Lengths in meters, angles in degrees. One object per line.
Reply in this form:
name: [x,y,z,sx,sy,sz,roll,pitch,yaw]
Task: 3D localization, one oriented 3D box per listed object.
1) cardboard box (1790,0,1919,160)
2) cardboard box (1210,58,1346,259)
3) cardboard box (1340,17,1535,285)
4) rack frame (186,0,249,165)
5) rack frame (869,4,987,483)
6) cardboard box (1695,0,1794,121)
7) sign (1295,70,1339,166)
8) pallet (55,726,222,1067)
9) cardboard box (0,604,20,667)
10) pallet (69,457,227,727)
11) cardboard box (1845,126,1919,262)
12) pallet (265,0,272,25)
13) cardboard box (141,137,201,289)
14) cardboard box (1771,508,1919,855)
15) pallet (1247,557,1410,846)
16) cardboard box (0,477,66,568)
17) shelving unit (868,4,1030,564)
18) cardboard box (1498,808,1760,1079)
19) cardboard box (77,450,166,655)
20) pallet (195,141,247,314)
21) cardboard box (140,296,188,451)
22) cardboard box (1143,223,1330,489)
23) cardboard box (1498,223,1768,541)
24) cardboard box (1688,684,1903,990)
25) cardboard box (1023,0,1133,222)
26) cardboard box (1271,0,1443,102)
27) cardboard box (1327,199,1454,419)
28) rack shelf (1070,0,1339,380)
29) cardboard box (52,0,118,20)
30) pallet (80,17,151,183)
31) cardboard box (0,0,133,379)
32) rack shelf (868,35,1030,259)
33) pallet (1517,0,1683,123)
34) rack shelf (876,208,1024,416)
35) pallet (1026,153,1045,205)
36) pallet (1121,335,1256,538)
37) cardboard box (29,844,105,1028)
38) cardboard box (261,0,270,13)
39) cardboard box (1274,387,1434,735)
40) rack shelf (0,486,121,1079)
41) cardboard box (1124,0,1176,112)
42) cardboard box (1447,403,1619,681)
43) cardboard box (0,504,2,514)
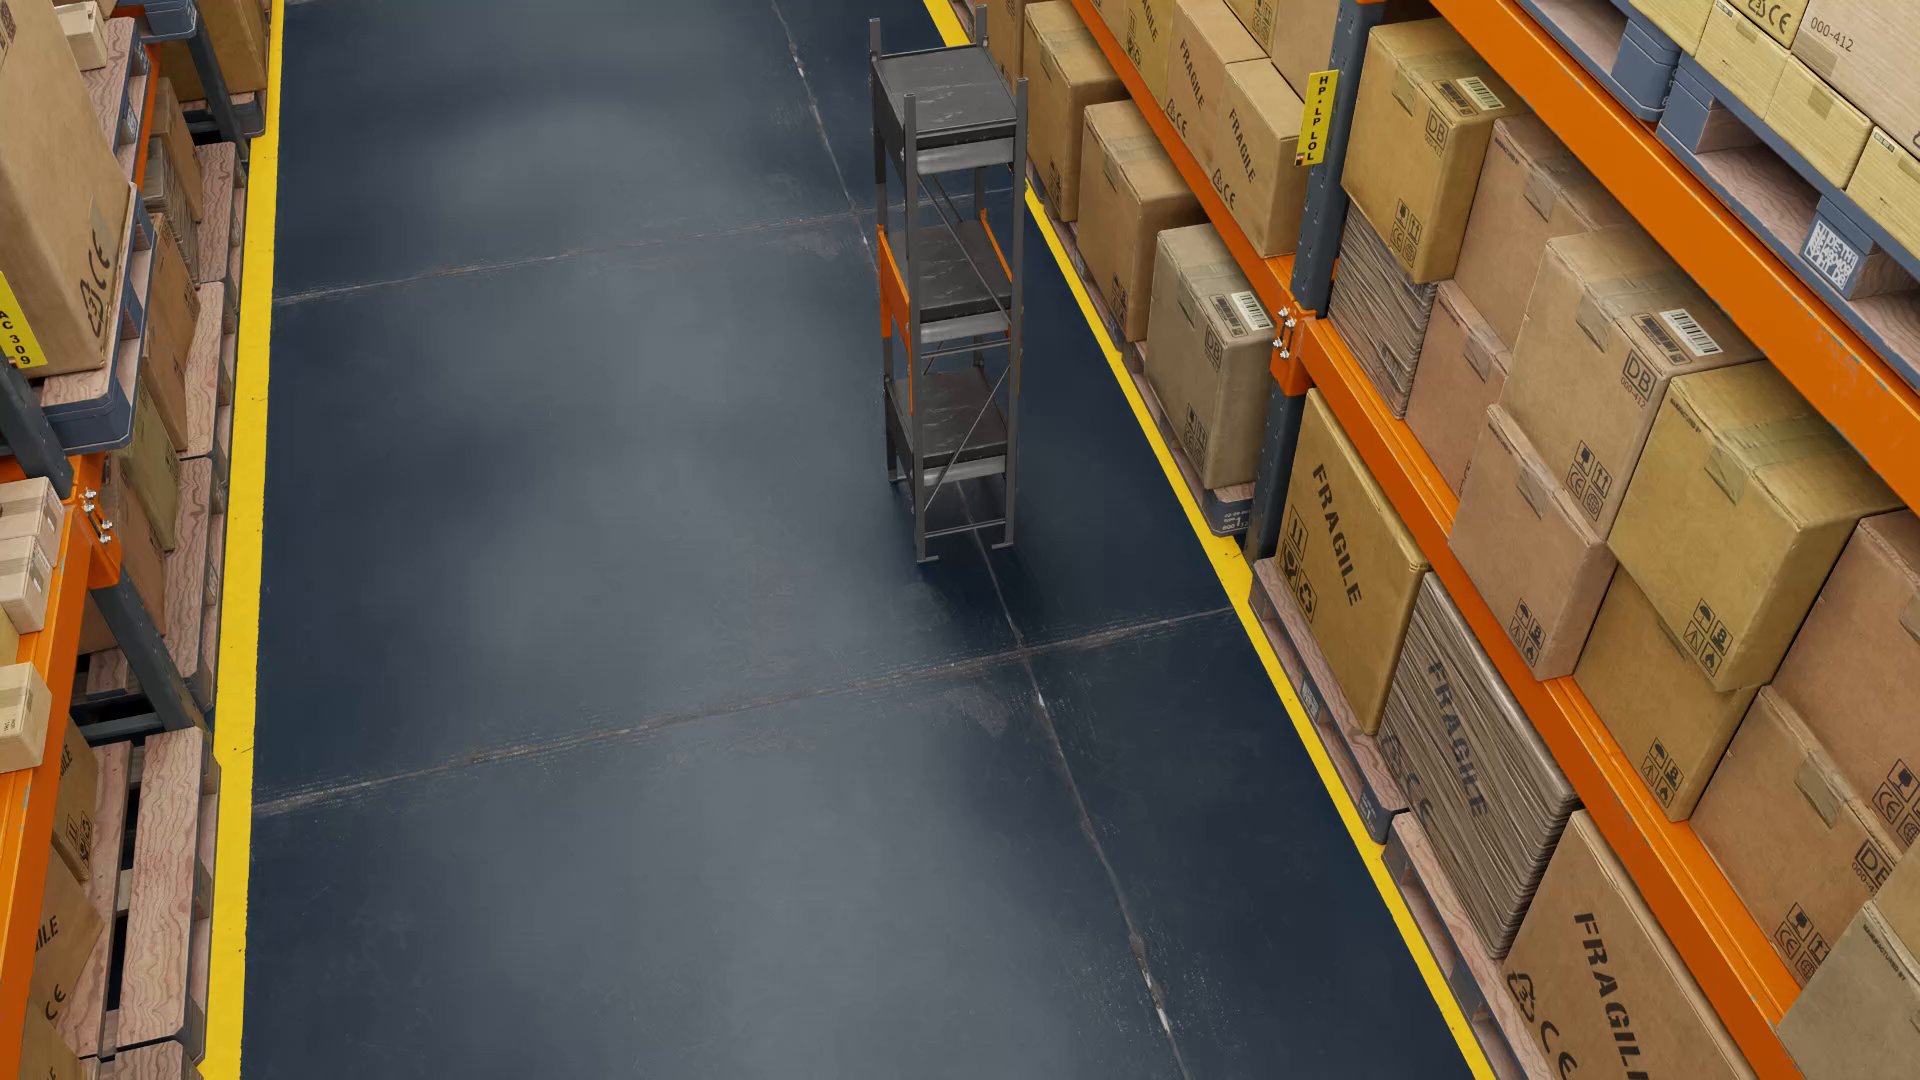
cardboard box: [1.880,-0.889,2.953,0.500,0.250,0.500,-10,46,-10]
cardboard box: [1.243,-1.386,5.938,0.500,0.500,0.500,-11,47,-11]
cardboard box: [1.696,-1.209,4.974,0.875,0.550,0.550,-11,47,-10]
rack frame: [-4.210,-2.964,7.555,1.000,3.000,0.127,-11,47,-10]
rack frame: [-0.105,-1.018,6.277,0.400,2.100,0.015,-11,47,-10]
cardboard box: [1.727,-0.991,3.333,0.380,0.149,0.250,-11,47,-10]
sign: [1.113,-1.311,5.180,0.100,0.325,0.005,-11,47,-10]
pallet: [-2.980,1.230,5.396,1.003,0.211,1.213,-11,47,-10]
cardboard box: [-2.786,0.338,4.495,0.380,0.149,0.250,-11,47,-10]
pallet: [-3.386,0.236,6.371,1.003,0.211,1.213,-11,47,-10]
cardboard box: [1.856,-0.643,2.991,0.380,0.149,0.250,-10,46,-10]
pallet: [-4.647,-3.387,9.922,1.003,0.211,1.213,-11,47,-10]
cardboard box: [-3.864,-1.404,7.468,0.700,0.500,0.500,-14,47,-14]
cardboard box: [2.359,0.254,3.540,0.875,0.550,0.550,-11,47,-10]
pallet: [1.754,0.475,6.136,1.003,0.211,1.213,-11,47,-10]
cardboard box: [-2.846,-0.020,4.845,0.380,0.149,0.250,-11,47,-10]
shelving unit: [-0.042,-0.849,6.112,0.431,2.100,0.503,-11,47,-10]
cardboard box: [2.194,1.255,4.613,0.875,0.875,0.875,-11,47,-11]
cardboard box: [-3.322,0.090,6.003,0.700,0.500,0.500,-14,47,-13]
pallet: [-4.011,-1.449,8.022,1.003,0.211,1.213,-11,47,-10]
cardboard box: [-3.570,-0.629,6.708,0.700,0.500,0.500,-14,47,-14]
cardboard box: [1.389,-0.812,6.726,1.050,0.750,0.750,-11,47,-11]
cardboard box: [1.955,-0.453,4.233,0.875,0.550,0.550,-11,47,-10]
cardboard box: [2.336,0.636,3.921,0.875,0.550,0.550,-11,47,-10]
cardboard box: [0.907,-2.121,8.010,1.050,0.750,0.750,-10,46,-10]
cardboard box: [1.502,-1.767,5.611,0.700,0.500,0.500,-11,47,-11]
cardboard box: [1.741,-0.840,5.368,0.875,0.550,0.550,-11,47,-10]
rack shelf: [1.123,-2.169,7.279,1.077,0.370,4.000,-11,47,-10]
cardboard box: [-3.793,-2.414,6.651,0.700,0.500,0.500,-4,46,-4]
pallet: [-3.663,-1.538,6.291,1.003,0.211,1.213,-11,47,-10]
cardboard box: [-3.254,-1.134,5.047,1.000,1.000,1.000,-10,46,-10]
rack shelf: [-0.042,-1.330,5.622,0.431,0.518,0.480,-11,47,-10]
pallet: [1.834,-1.492,4.074,1.003,0.211,1.213,-11,47,-10]
rack shelf: [-0.042,-0.840,6.122,0.431,0.518,0.480,-11,47,-10]
pallet: [0.740,-2.267,8.824,1.003,0.211,1.213,-11,47,-10]
pallet: [1.364,-0.583,7.173,1.003,0.211,1.213,-11,47,-10]
cardboard box: [-2.968,1.203,4.927,0.500,0.500,0.500,3,46,2]
cardboard box: [-4.587,-3.465,9.239,1.225,0.875,0.875,-11,47,-10]
cardboard box: [1.728,0.004,5.840,0.875,0.875,0.875,-10,46,-10]
rack shelf: [-2.674,1.430,3.752,1.077,0.370,4.000,-11,47,-10]
cardboard box: [0.984,-2.084,6.622,0.500,0.500,0.500,-10,46,-10]
cardboard box: [1.928,-0.070,4.613,0.875,0.550,0.550,-11,47,-10]
cardboard box: [-3.130,-0.020,4.391,0.875,0.500,0.500,-11,47,-10]
